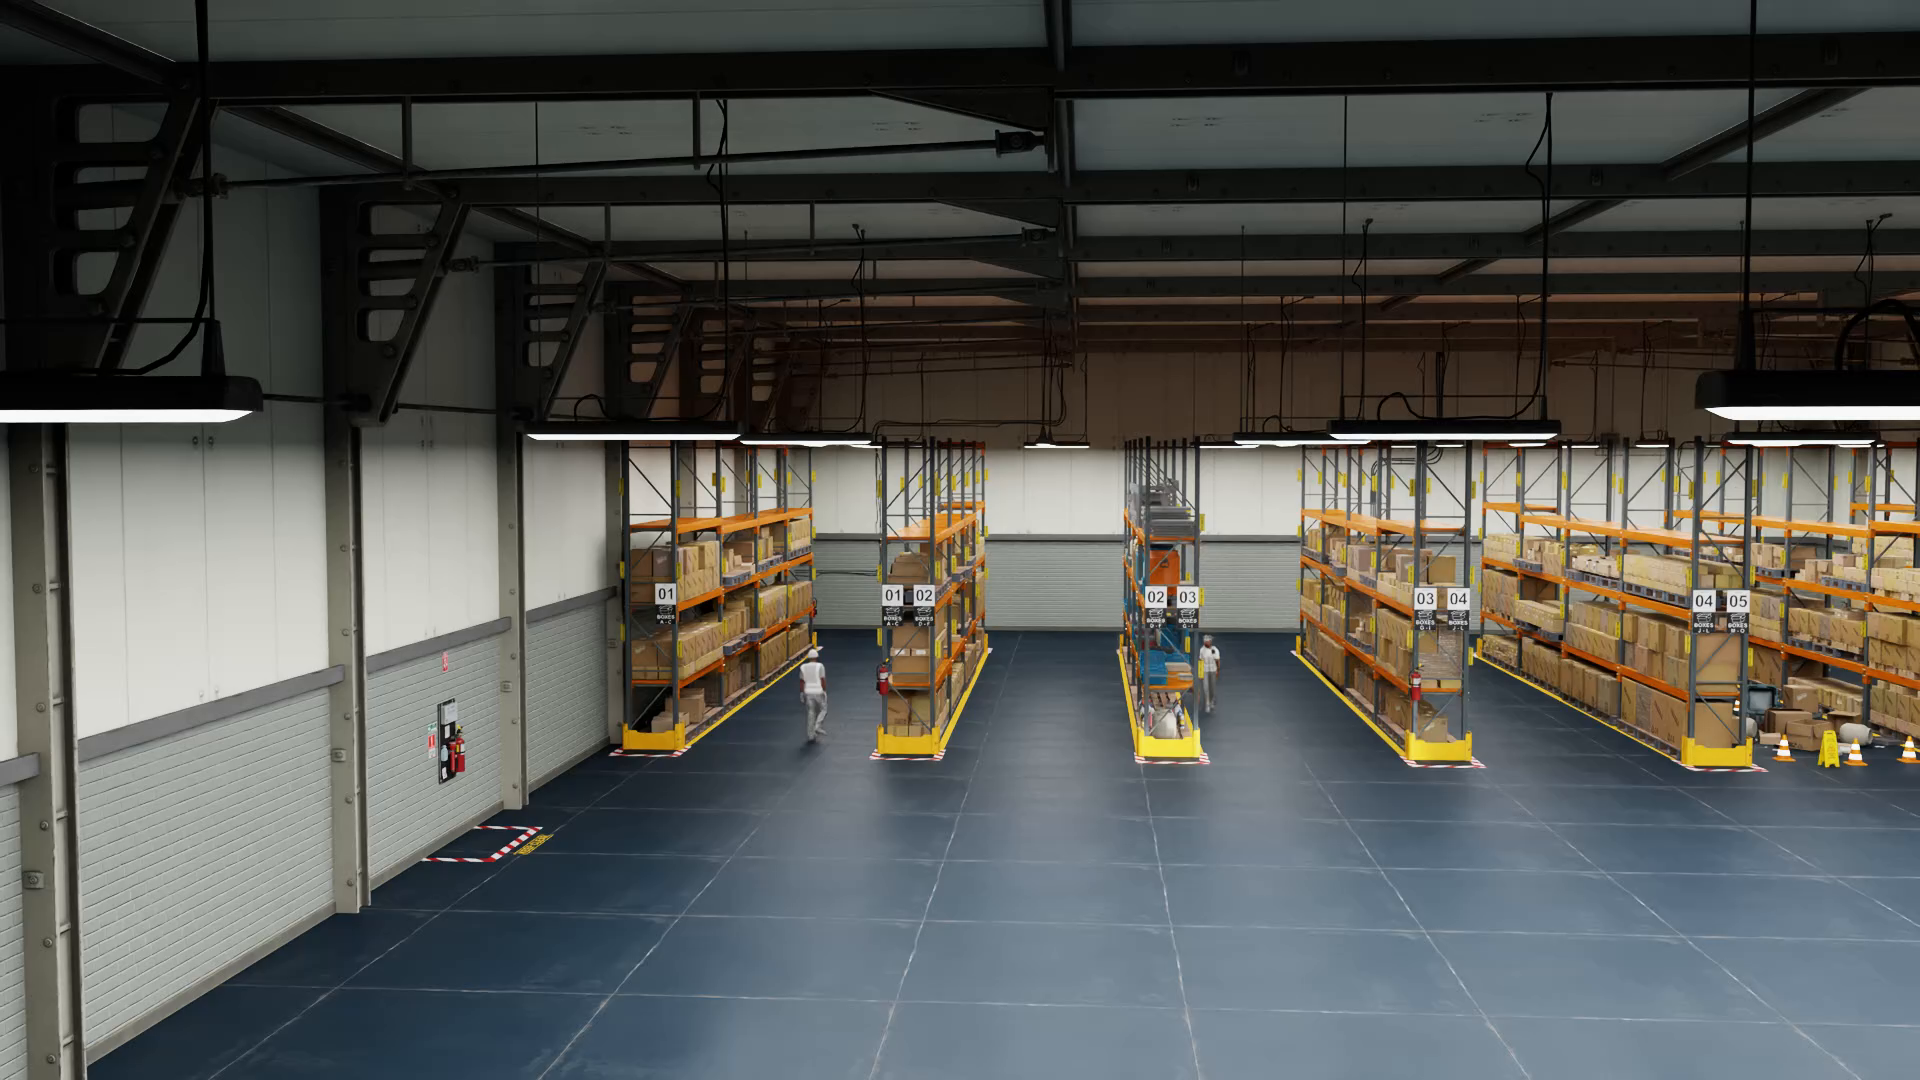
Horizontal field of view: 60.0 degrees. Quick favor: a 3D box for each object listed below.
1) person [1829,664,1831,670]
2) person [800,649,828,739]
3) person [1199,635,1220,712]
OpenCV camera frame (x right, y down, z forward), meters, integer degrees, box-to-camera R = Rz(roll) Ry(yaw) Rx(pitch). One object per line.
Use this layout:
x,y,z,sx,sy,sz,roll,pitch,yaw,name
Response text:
22.448,2.627,43.311,0.409,1.612,0.646,-1,3,-18,person
-2.915,3.060,33.041,0.594,1.775,0.507,1,3,14,person
5.497,2.921,36.641,0.474,1.646,0.857,0,3,5,person
